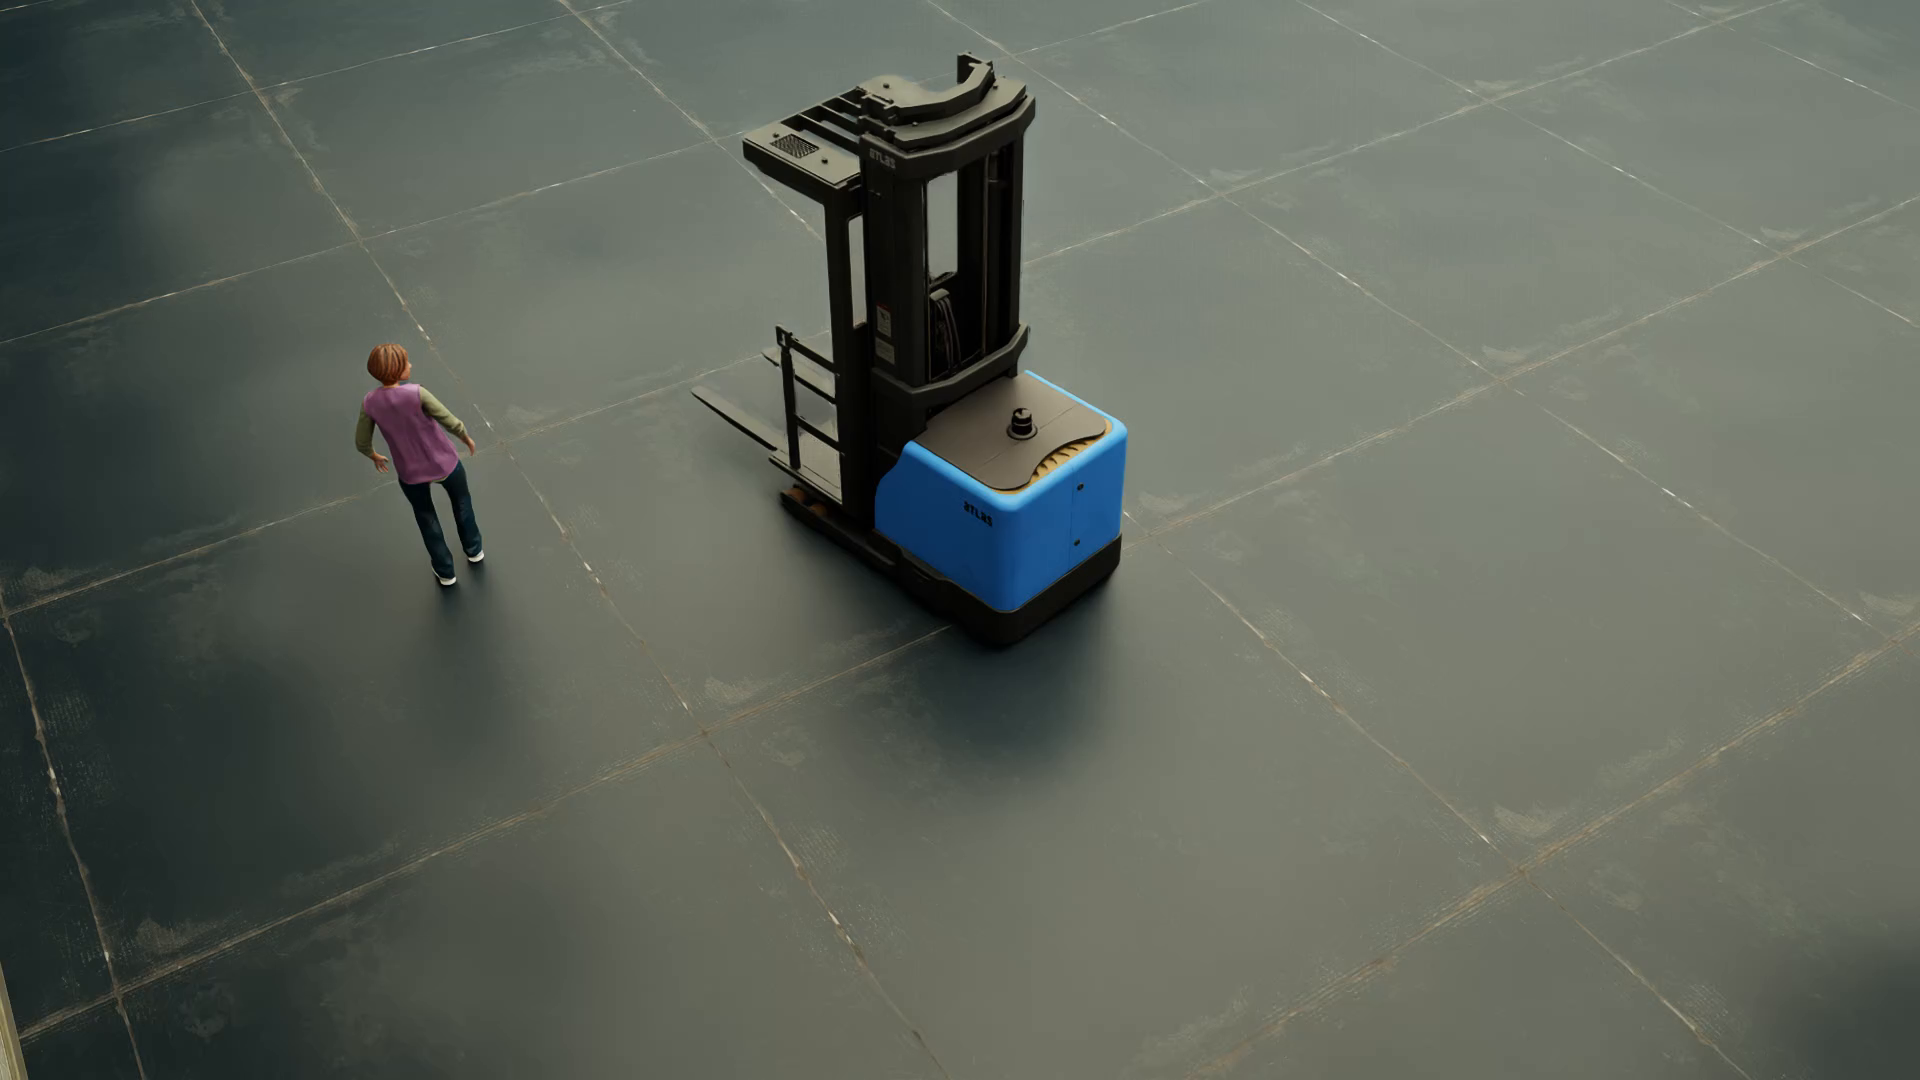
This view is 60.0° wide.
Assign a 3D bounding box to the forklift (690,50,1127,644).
[{"bbox_3d":[-0.459,-1.383,9.454,3.031,2.935,1.130,33,51,32],"label":"forklift"}]

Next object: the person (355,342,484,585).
[{"bbox_3d":[-3.051,-0.444,9.416,0.617,1.576,0.451,-10,42,-11],"label":"person"}]
